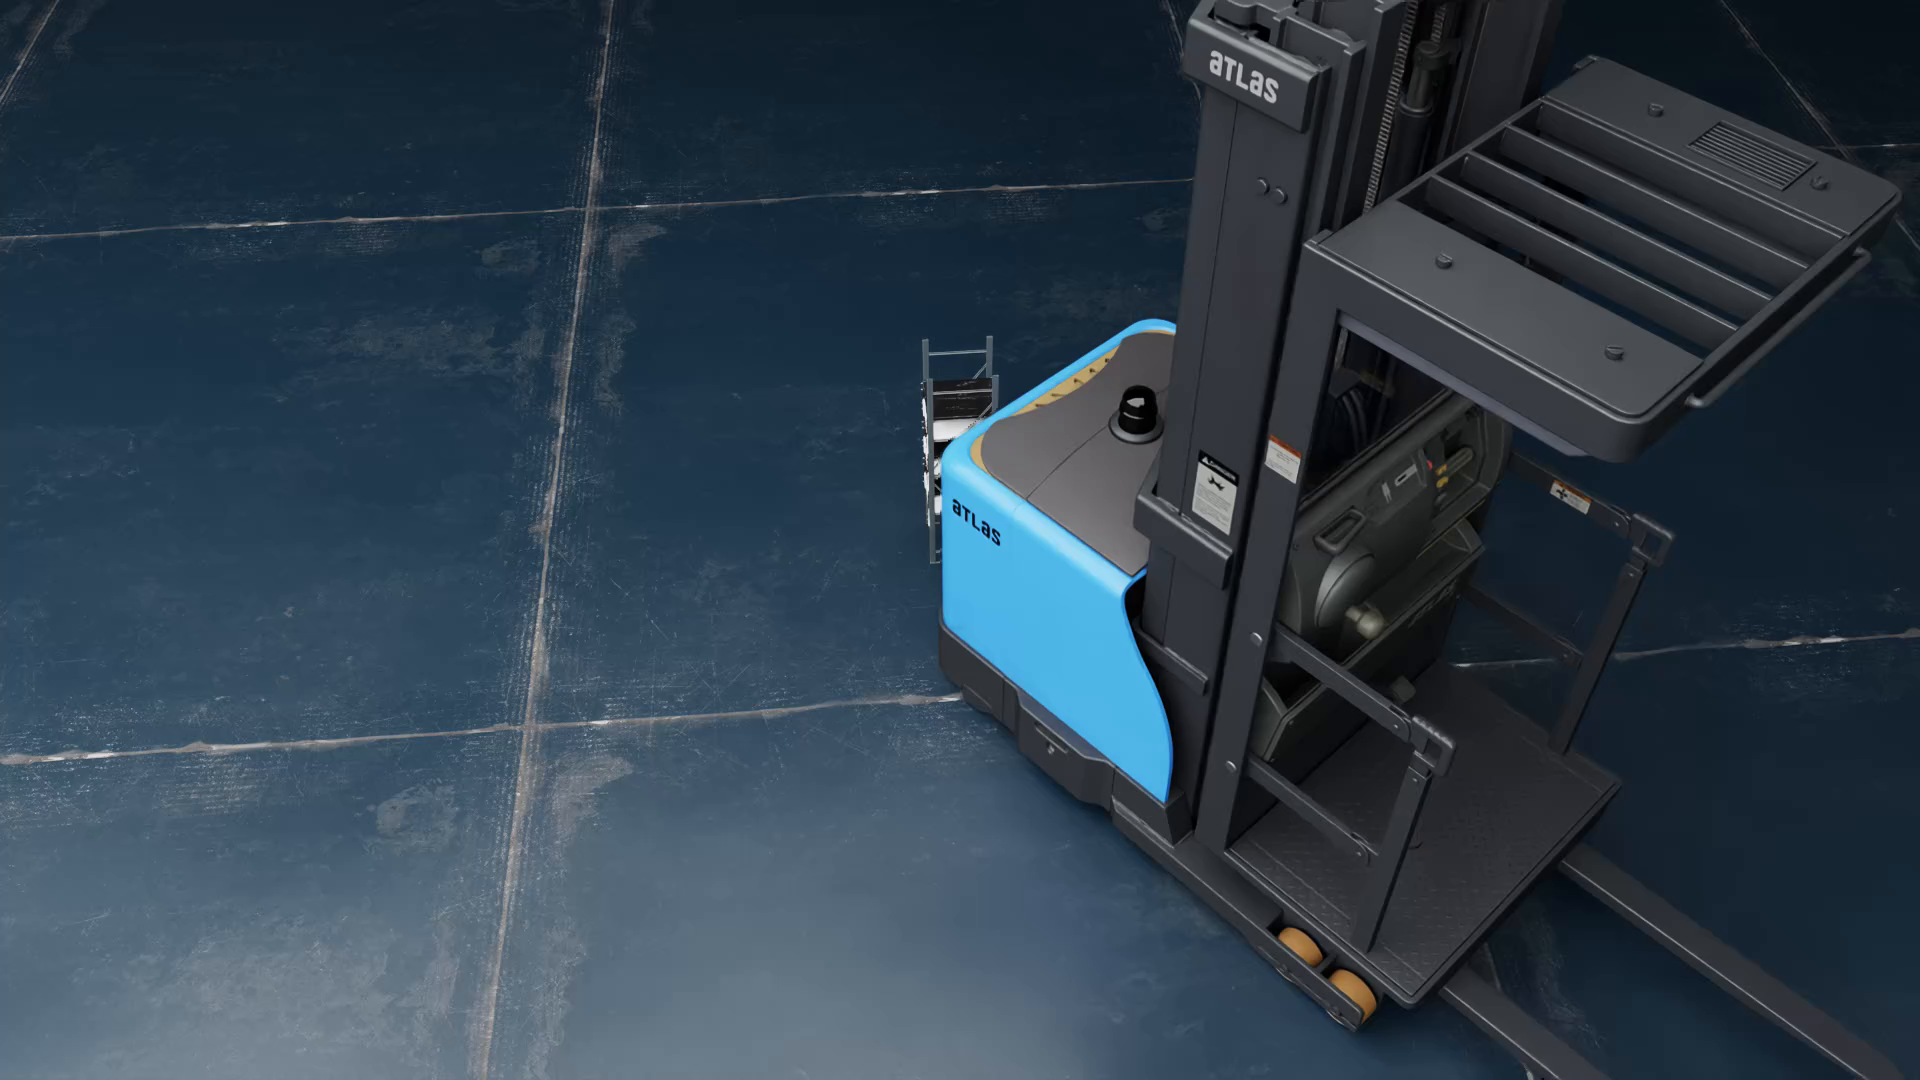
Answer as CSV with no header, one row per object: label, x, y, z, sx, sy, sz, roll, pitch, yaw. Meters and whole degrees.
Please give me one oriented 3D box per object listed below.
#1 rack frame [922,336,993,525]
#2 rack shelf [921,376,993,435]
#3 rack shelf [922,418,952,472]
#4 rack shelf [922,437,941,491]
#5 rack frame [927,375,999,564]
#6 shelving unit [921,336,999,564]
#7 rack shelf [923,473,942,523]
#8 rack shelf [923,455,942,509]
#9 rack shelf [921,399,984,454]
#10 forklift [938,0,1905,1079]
rack frame,-0.008,-0.377,5.987,0.240,0.900,0.006,-3,47,-3
rack shelf,0.001,-0.466,5.746,0.258,0.077,0.200,-3,47,-3
rack shelf,0.001,-0.343,5.877,0.258,0.077,0.200,-3,47,-3
rack shelf,0.001,-0.281,5.942,0.258,0.077,0.200,-3,47,-3
rack frame,0.009,-0.230,5.848,0.240,0.900,0.006,-3,47,-3
shelving unit,0.001,-0.304,5.918,0.258,0.900,0.210,-3,47,-3
rack shelf,0.001,-0.157,6.073,0.258,0.077,0.200,-3,47,-3
rack shelf,0.001,-0.219,6.007,0.258,0.077,0.200,-3,47,-3
rack shelf,0.001,-0.404,5.811,0.258,0.077,0.200,-3,47,-3
forklift,1.304,-0.008,4.239,1.130,2.935,3.031,-35,55,-28
